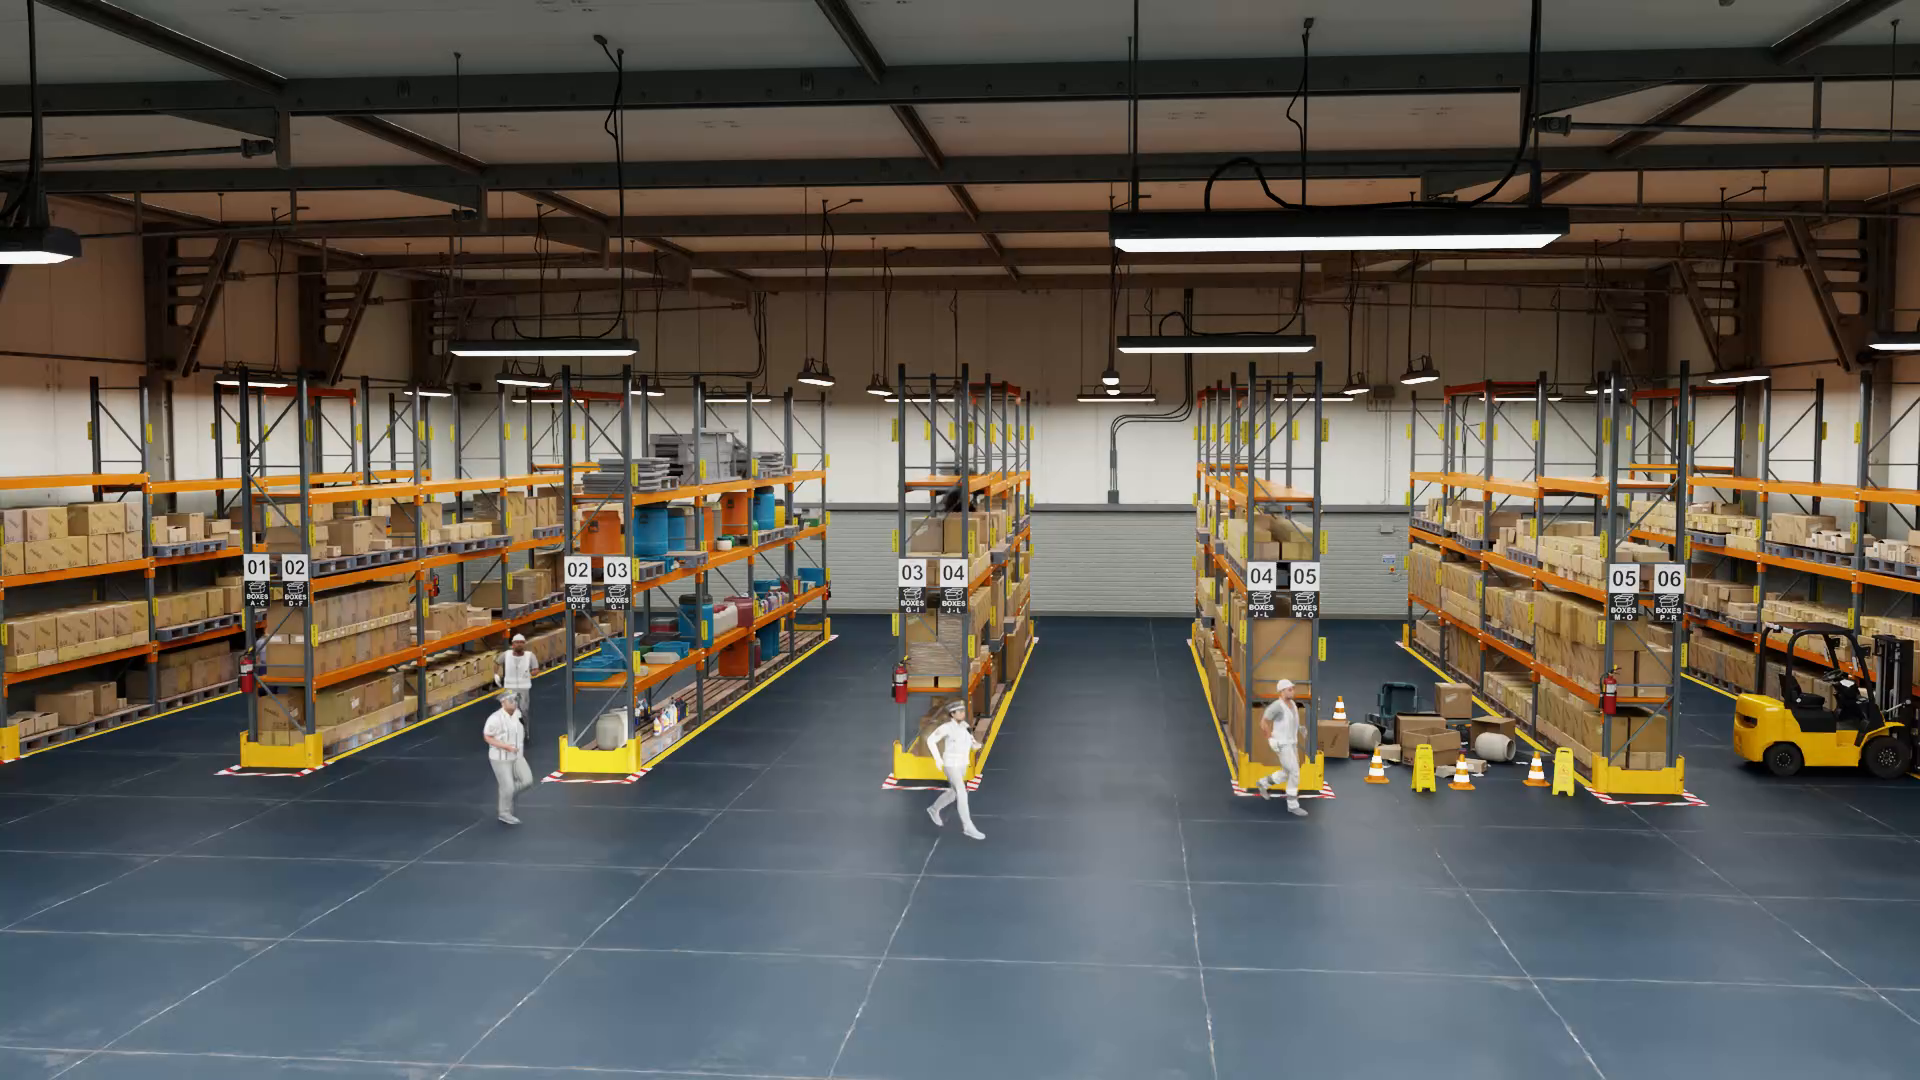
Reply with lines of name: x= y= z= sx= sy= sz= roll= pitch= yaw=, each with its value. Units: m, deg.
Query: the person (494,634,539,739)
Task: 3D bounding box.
person: x=-7.102 y=2.415 z=26.673 sx=0.690 sy=1.816 sz=0.809 roll=-1 pitch=4 yaw=-18

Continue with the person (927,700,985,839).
person: x=-0.092 y=2.809 z=20.565 sx=0.907 sy=1.684 sz=0.495 roll=3 pitch=5 yaw=38

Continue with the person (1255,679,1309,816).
person: x=4.268 y=2.723 z=22.009 sx=0.791 sy=1.784 sz=0.695 roll=3 pitch=5 yaw=38

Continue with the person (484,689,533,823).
person: x=-5.765 y=2.771 z=21.312 sx=0.559 sy=1.738 sz=0.671 roll=3 pitch=4 yaw=35

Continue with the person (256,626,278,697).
person: x=-12.224 y=2.314 z=29.421 sx=0.581 sy=1.595 sz=0.536 roll=-1 pitch=4 yaw=-15
